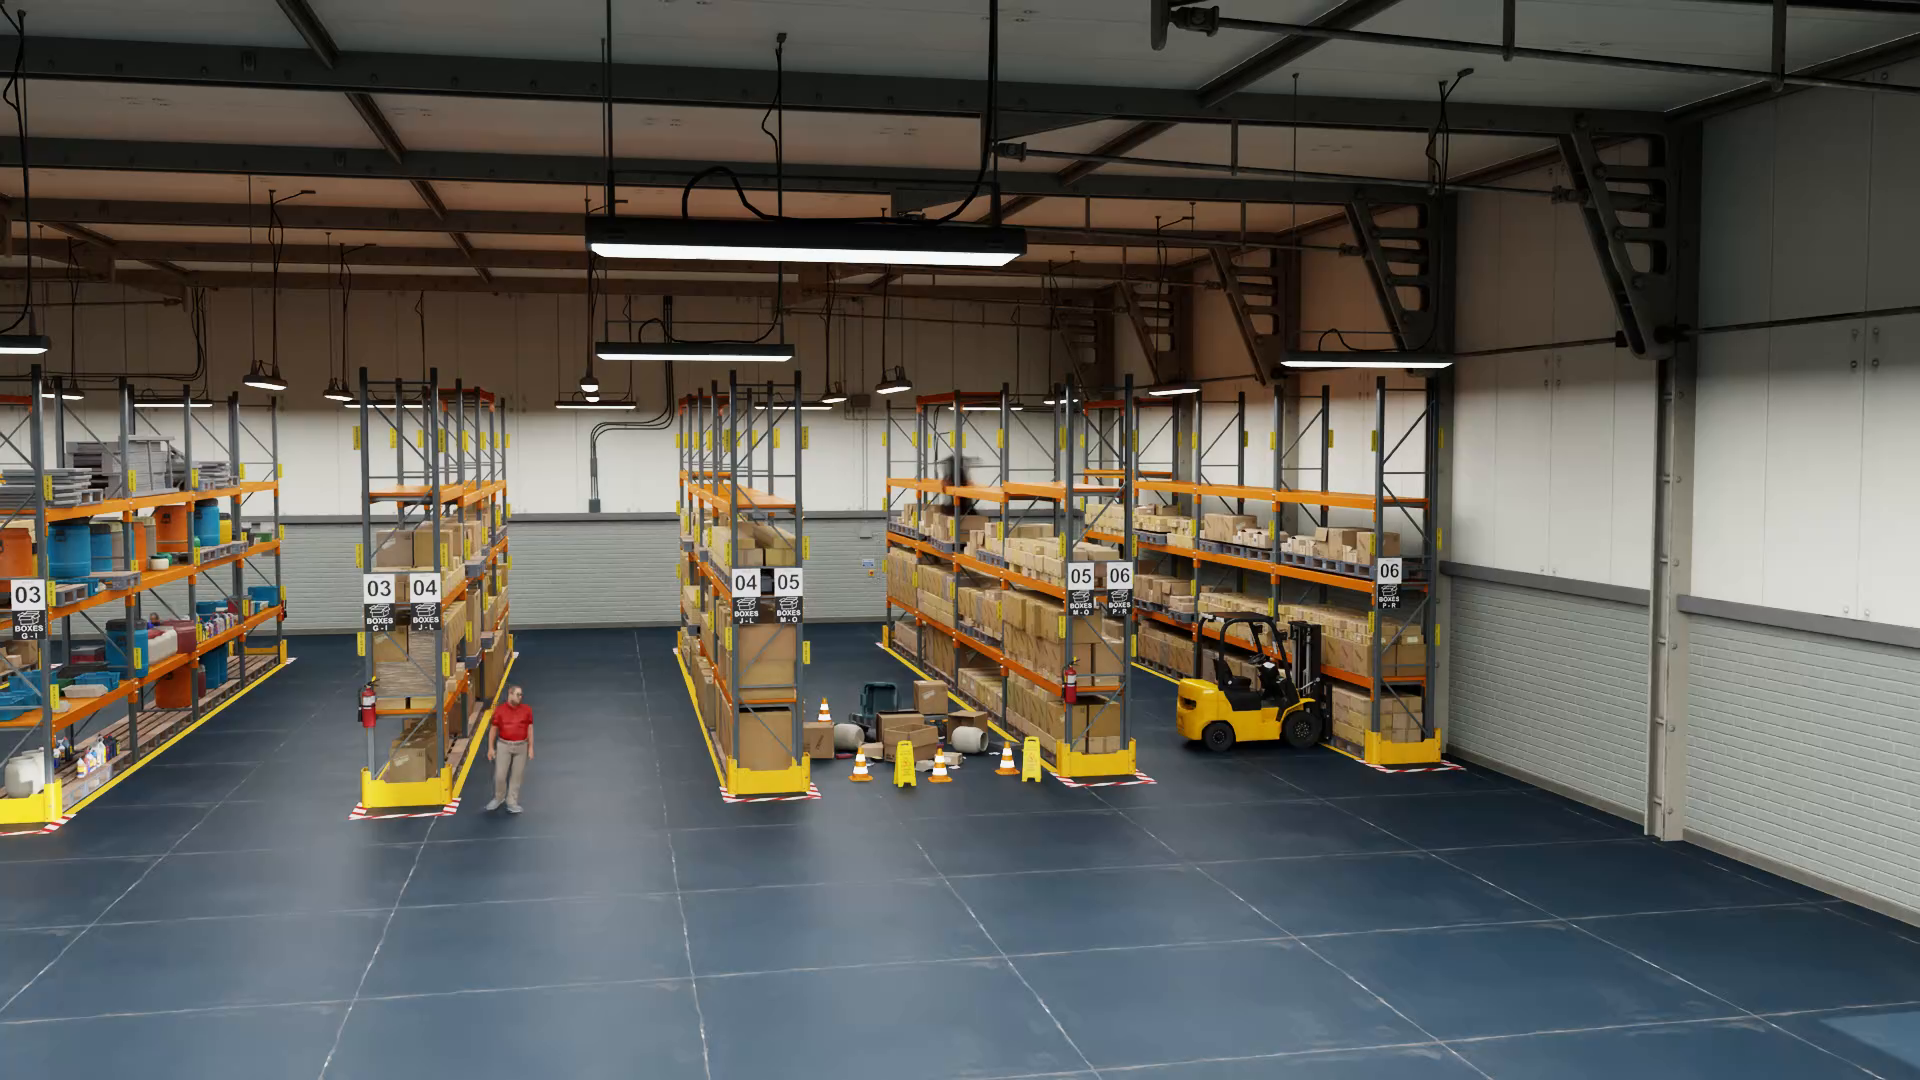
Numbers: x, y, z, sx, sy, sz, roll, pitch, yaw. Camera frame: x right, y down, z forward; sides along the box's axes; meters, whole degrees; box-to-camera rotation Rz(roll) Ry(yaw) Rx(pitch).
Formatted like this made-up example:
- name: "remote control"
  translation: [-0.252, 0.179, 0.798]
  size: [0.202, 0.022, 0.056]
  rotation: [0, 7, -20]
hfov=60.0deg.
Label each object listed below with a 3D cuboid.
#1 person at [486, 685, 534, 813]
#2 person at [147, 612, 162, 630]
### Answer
- name: "person"
  translation: [-6.045, 2.803, 22.323]
  size: [0.629, 1.717, 0.470]
  rotation: [-2, 4, -30]
- name: "person"
  translation: [-16.759, 2.218, 34.491]
  size: [0.604, 1.482, 0.774]
  rotation: [-2, 4, -25]
